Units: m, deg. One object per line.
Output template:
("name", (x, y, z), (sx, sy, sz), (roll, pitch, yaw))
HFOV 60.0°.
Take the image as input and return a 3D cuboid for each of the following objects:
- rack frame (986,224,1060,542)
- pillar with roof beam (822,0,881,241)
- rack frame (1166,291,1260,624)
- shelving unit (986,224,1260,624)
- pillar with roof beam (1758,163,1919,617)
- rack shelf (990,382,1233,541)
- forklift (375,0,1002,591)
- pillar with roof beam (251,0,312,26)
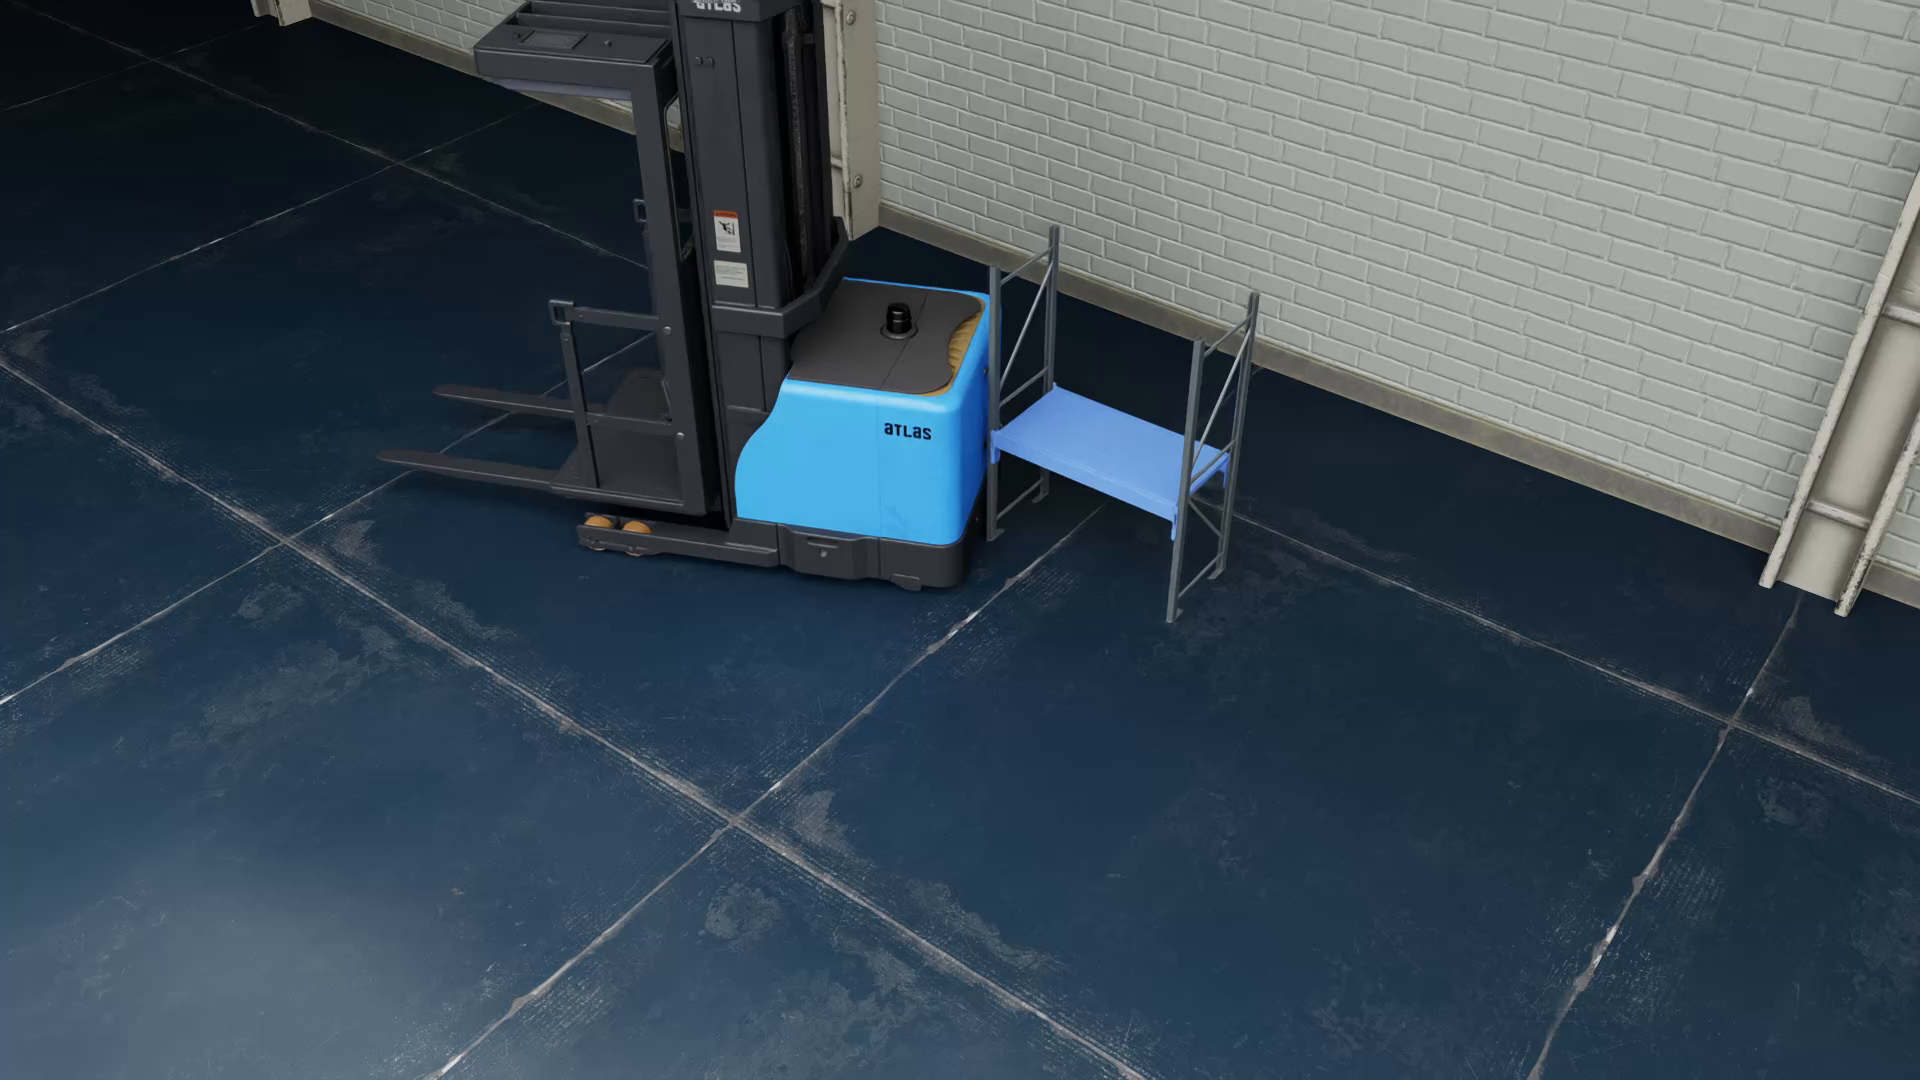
("rack frame", (0.289, -0.708, 7.798), (0.032, 1.500, 0.500), (25, 44, 28))
("pillar with roof beam", (-3.365, -3.475, 5.250), (0.400, 9.000, 9.100), (25, 45, 29))
("rack frame", (1.105, -0.334, 7.321), (0.032, 1.500, 0.500), (25, 44, 28))
("shelving unit", (0.697, -0.521, 7.559), (1.048, 1.500, 0.538), (25, 44, 28))
("pillar with roof beam", (1.401, -1.228, 2.380), (0.400, 9.000, 9.100), (25, 45, 29))
("rack shelf", (0.697, -0.379, 7.670), (1.000, 0.185, 0.538), (25, 44, 28))
("forklift", (-1.364, -1.385, 7.502), (3.031, 2.935, 1.130), (8, 39, 10))
("pillar with roof beam", (-8.131, -5.722, 8.120), (0.400, 9.000, 9.100), (25, 45, 29))
